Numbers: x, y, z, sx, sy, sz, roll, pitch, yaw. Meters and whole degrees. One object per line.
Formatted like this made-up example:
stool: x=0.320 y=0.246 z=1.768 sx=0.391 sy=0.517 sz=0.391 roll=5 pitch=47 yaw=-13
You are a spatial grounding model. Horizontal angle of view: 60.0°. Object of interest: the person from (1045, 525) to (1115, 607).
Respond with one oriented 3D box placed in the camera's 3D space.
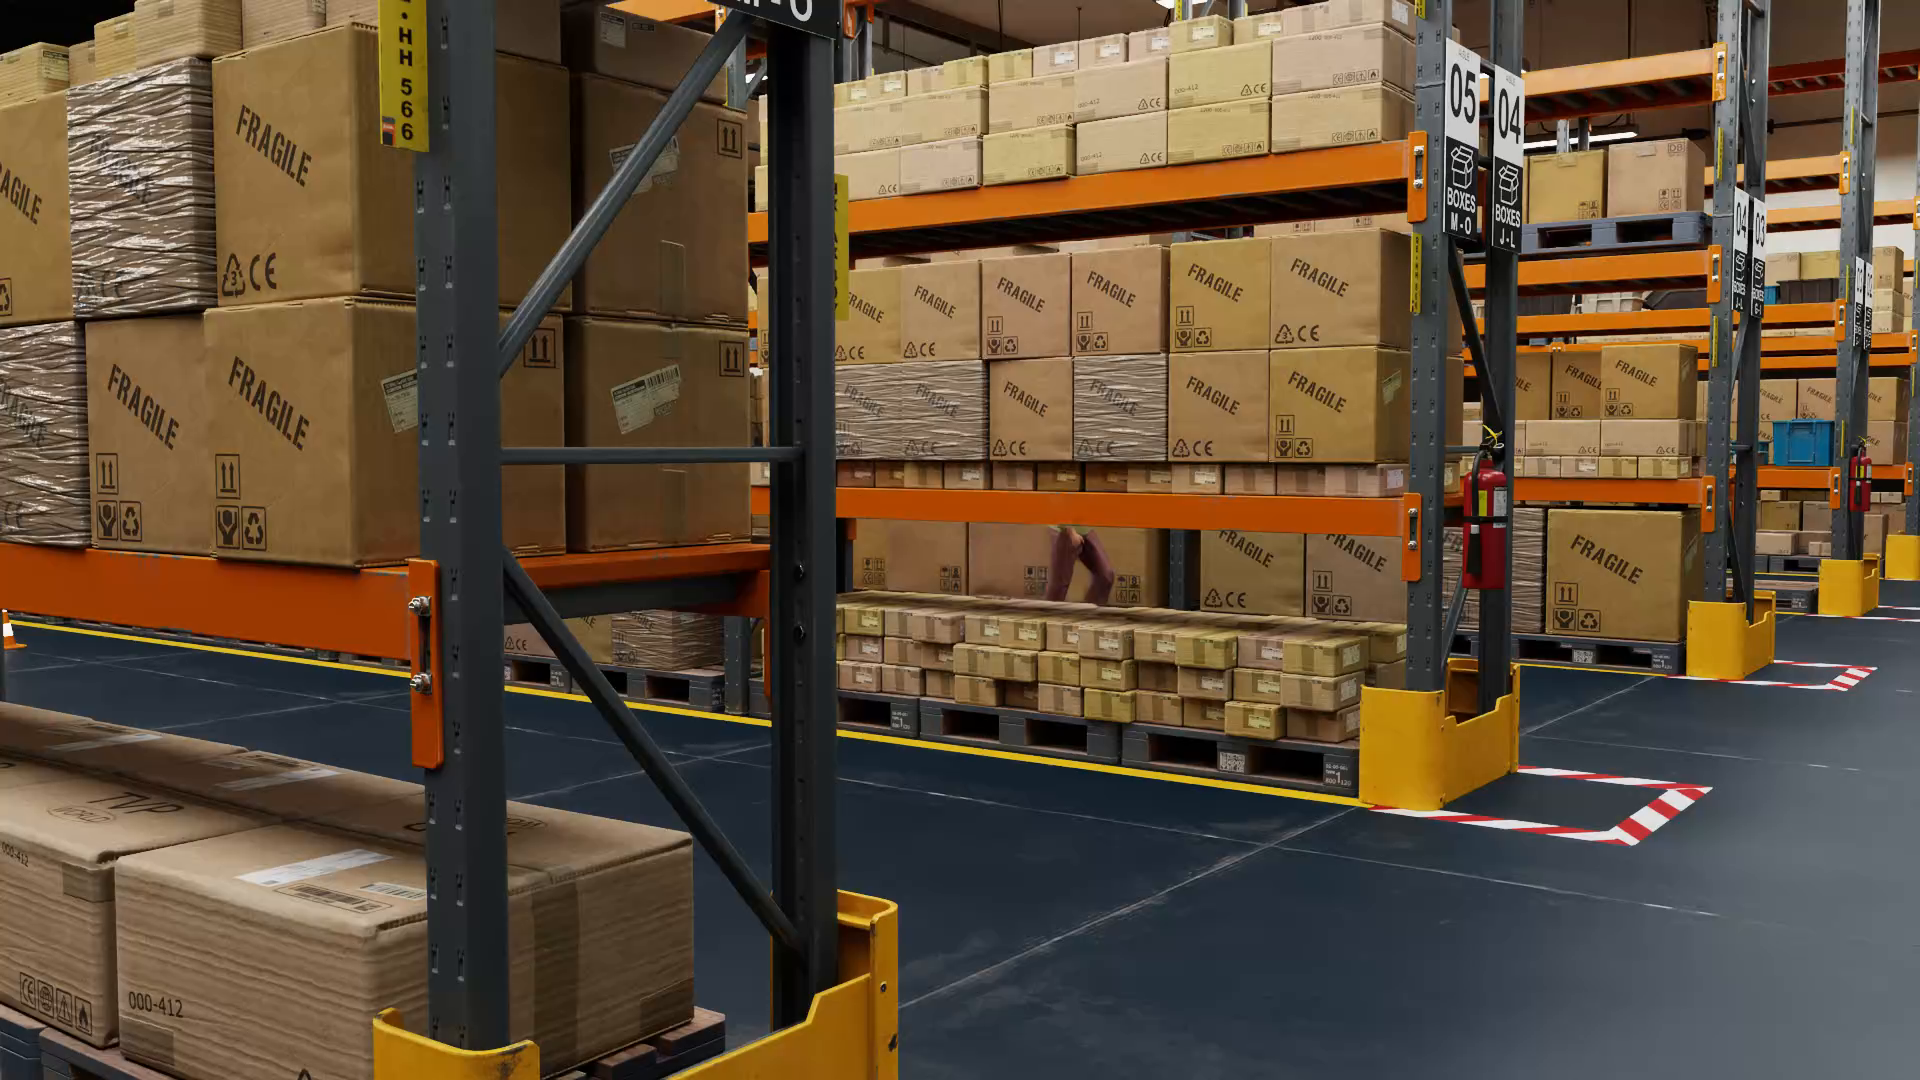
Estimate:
person: x=0.849 y=-0.006 z=12.481 sx=0.537 sy=1.722 sz=0.466 roll=3 pitch=4 yaw=38
